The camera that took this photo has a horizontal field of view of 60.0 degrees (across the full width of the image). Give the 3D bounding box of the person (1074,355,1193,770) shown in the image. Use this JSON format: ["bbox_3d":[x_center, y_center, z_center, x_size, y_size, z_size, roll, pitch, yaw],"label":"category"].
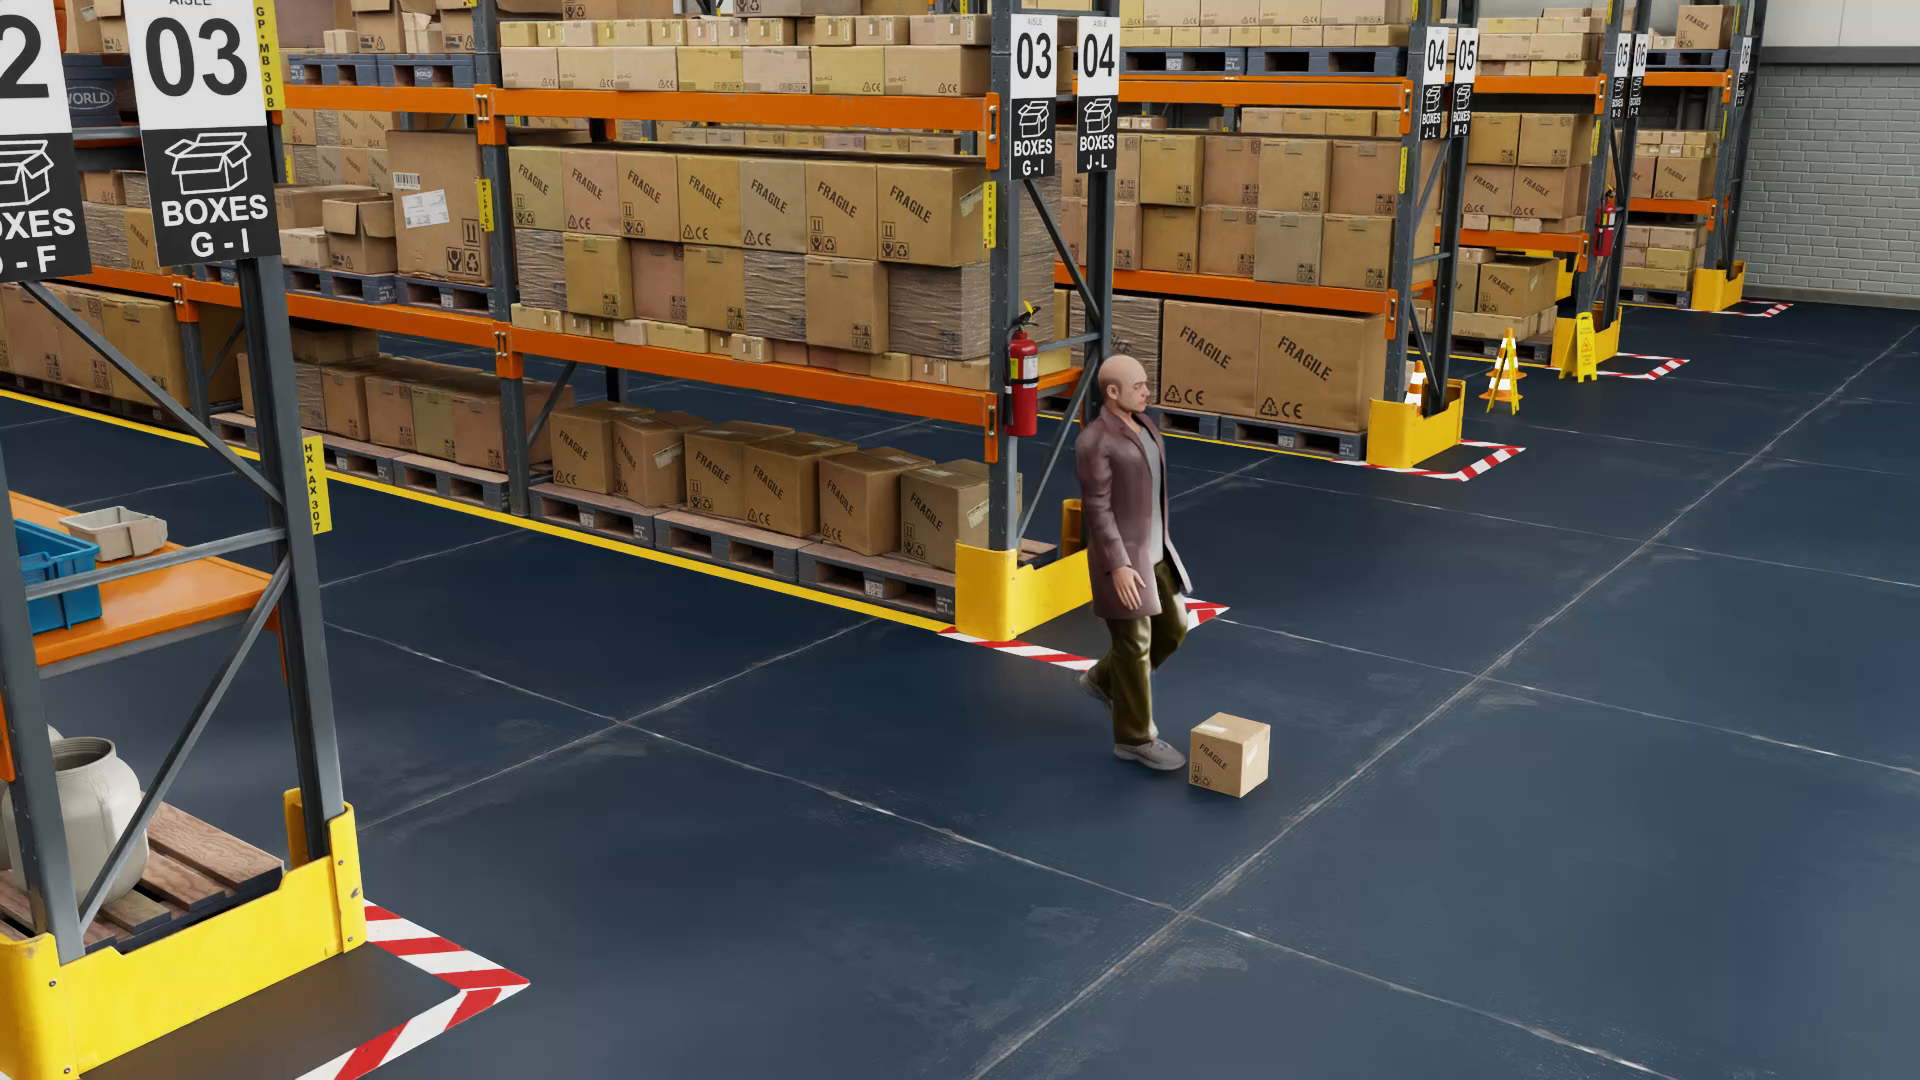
[{"bbox_3d":[0.759,0.083,7.205,0.680,1.770,0.608,11,20,34],"label":"person"}]
